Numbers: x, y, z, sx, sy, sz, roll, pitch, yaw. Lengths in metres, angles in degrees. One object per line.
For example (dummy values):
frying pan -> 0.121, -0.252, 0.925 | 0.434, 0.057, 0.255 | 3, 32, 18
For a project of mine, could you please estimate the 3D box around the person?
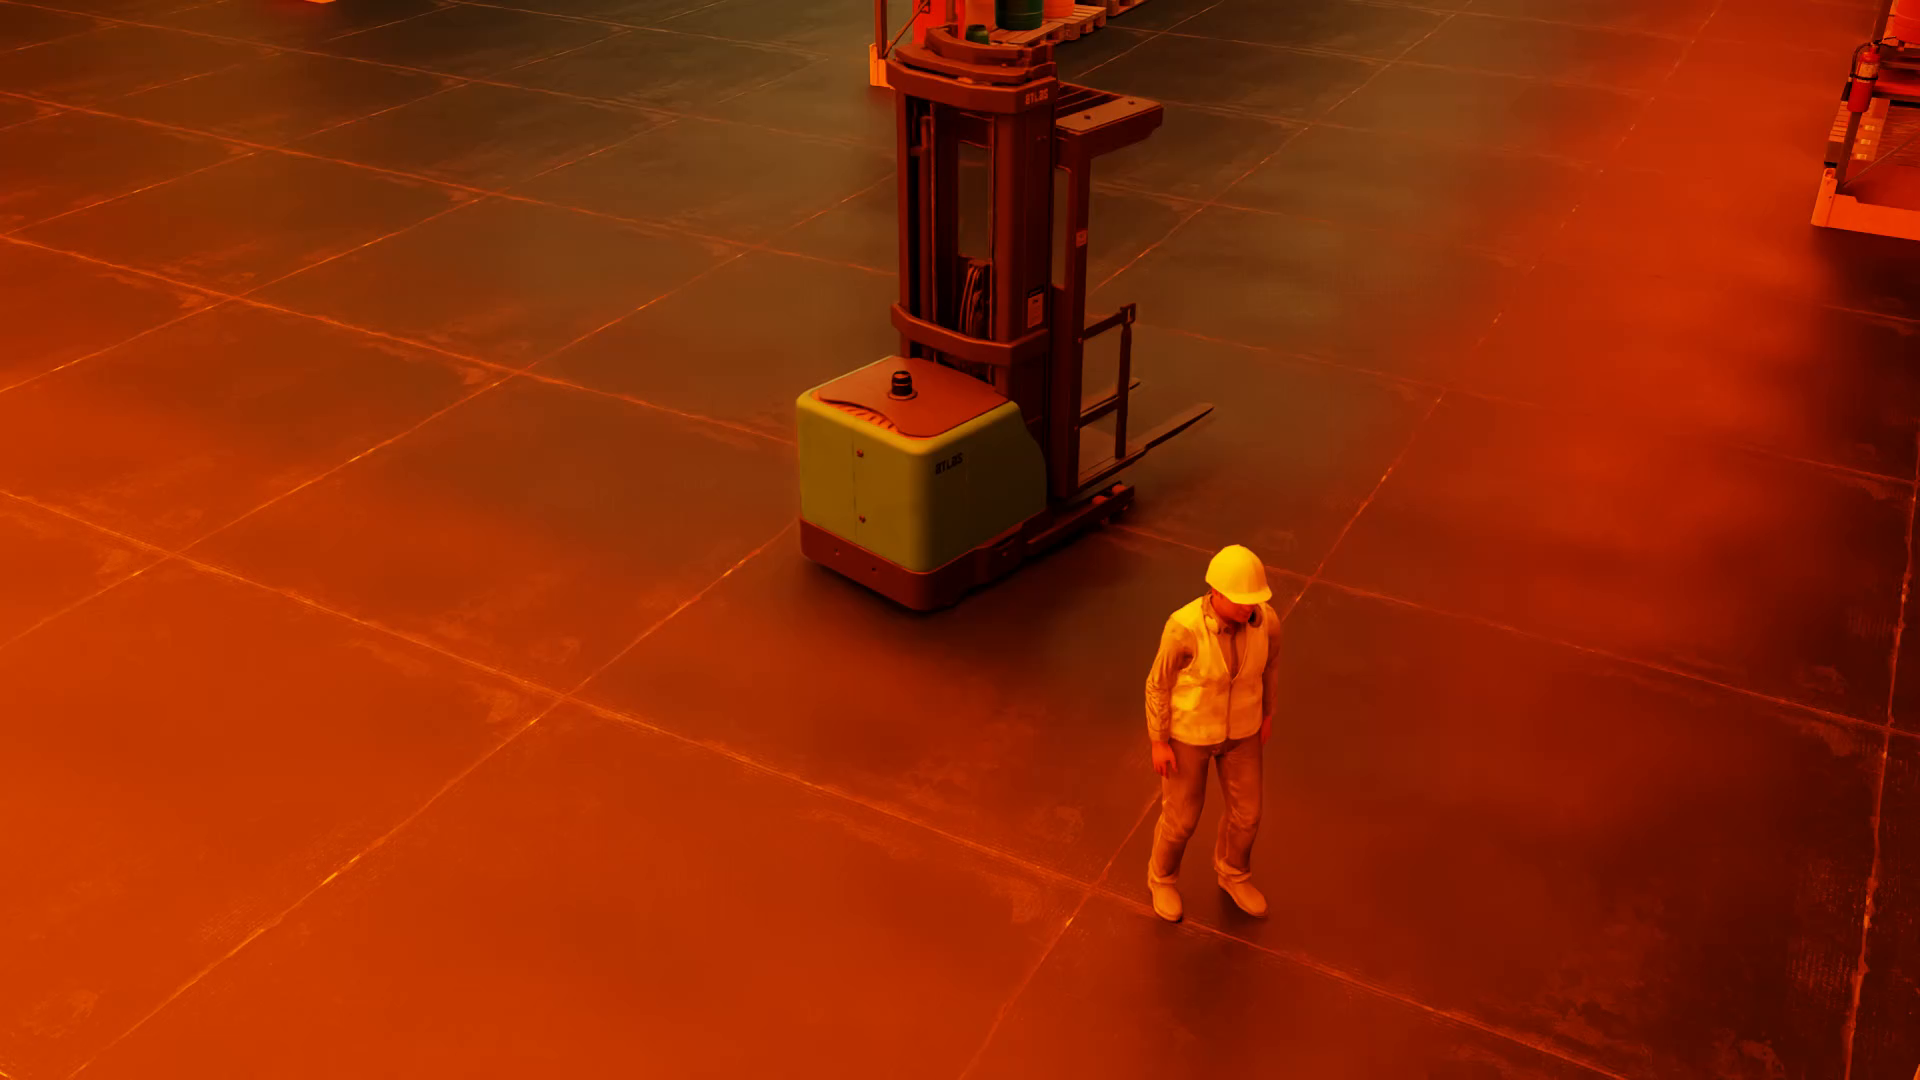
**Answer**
person -> 1.051, 0.791, 6.875 | 0.592, 1.780, 0.457 | -9, 31, -15

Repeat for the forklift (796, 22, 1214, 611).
forklift -> 0.432, -1.528, 9.719 | 1.130, 2.935, 3.031 | 25, 38, 36
